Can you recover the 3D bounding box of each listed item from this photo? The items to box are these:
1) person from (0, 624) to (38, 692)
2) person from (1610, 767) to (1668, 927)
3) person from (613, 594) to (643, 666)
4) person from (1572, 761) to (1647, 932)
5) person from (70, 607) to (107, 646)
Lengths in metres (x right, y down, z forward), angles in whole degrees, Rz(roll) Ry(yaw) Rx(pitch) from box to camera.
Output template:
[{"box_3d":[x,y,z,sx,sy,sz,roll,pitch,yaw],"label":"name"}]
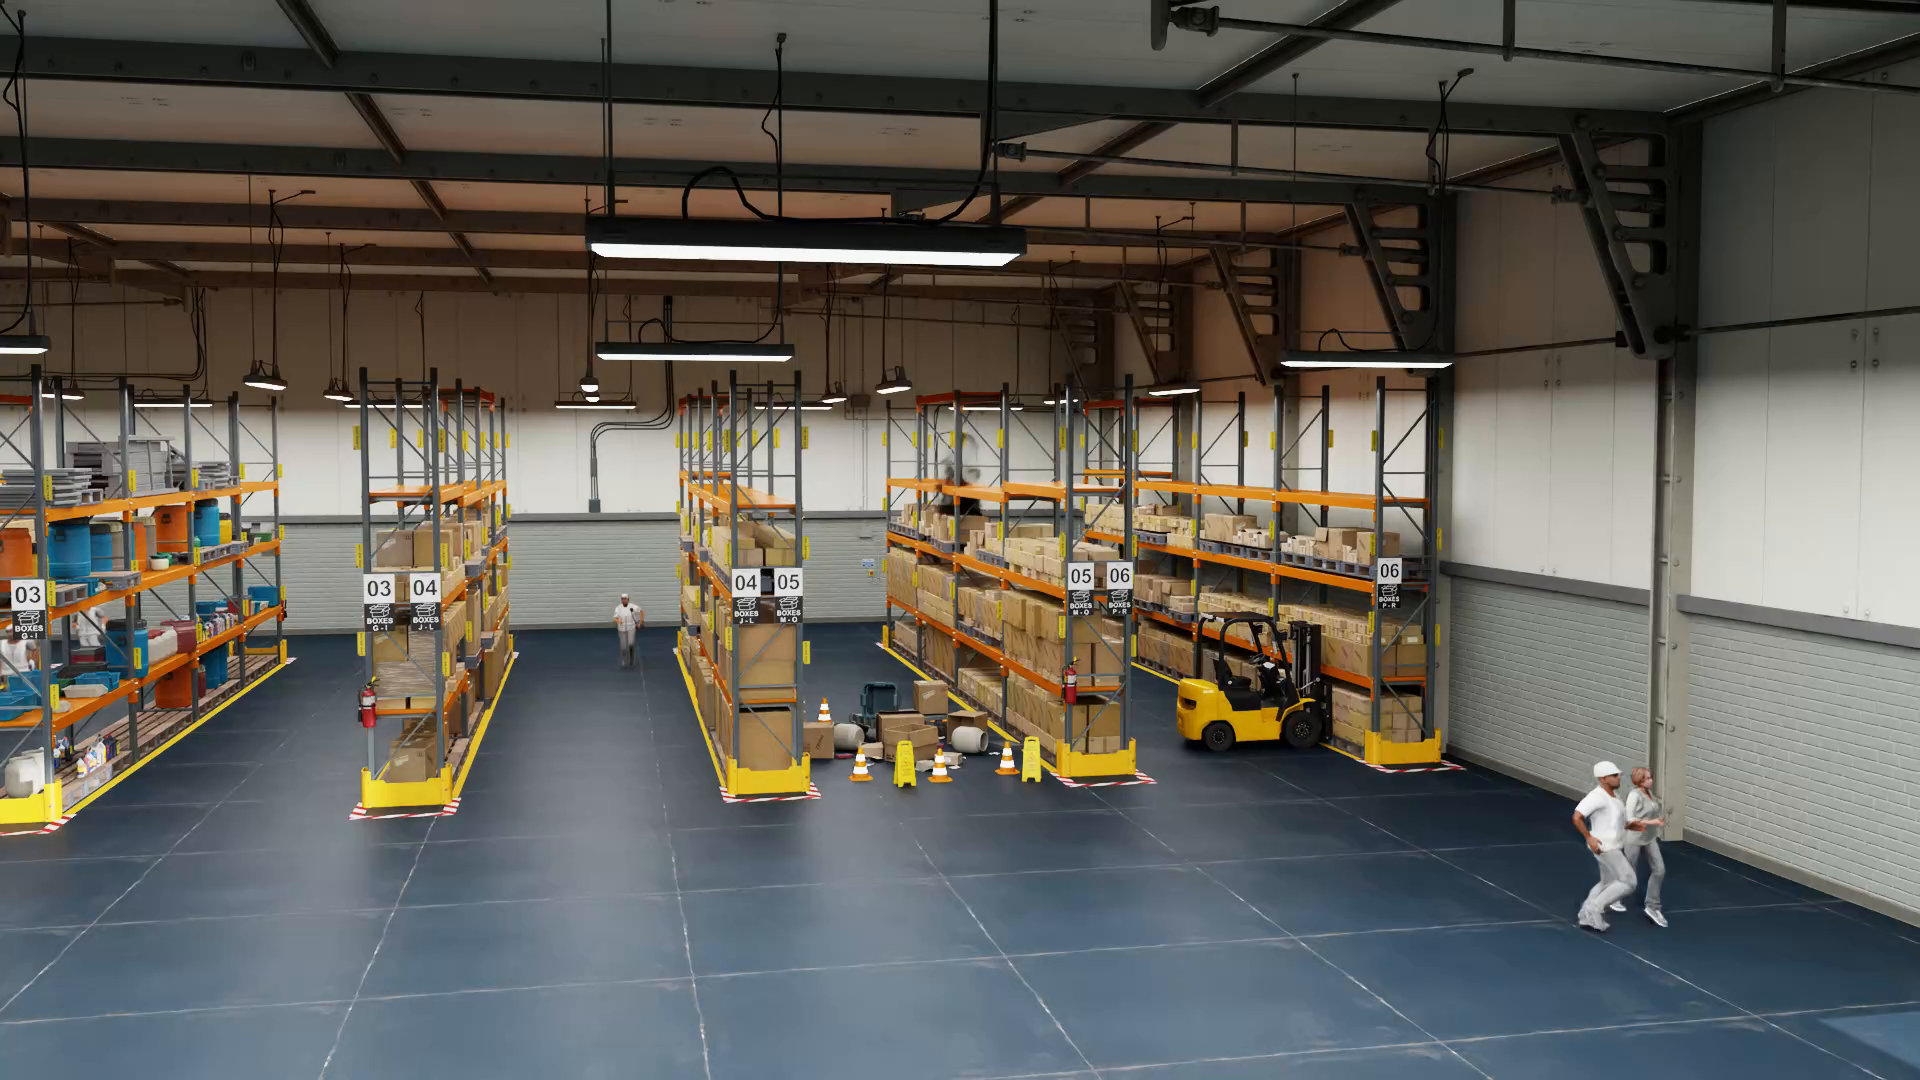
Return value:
[{"box_3d":[-16.541,2.366,29.090,0.672,1.819,0.923,-1,4,-19],"label":"person"},{"box_3d":[7.052,3.166,17.319,0.525,1.637,0.729,-2,4,-30],"label":"person"},{"box_3d":[-7.323,1.990,36.683,0.619,1.622,0.801,0,3,-2],"label":"person"},{"box_3d":[6.610,3.112,16.874,0.644,1.724,0.682,2,4,34],"label":"person"},{"box_3d":[-18.365,2.038,35.006,0.692,1.779,0.599,-1,4,-18],"label":"person"}]
